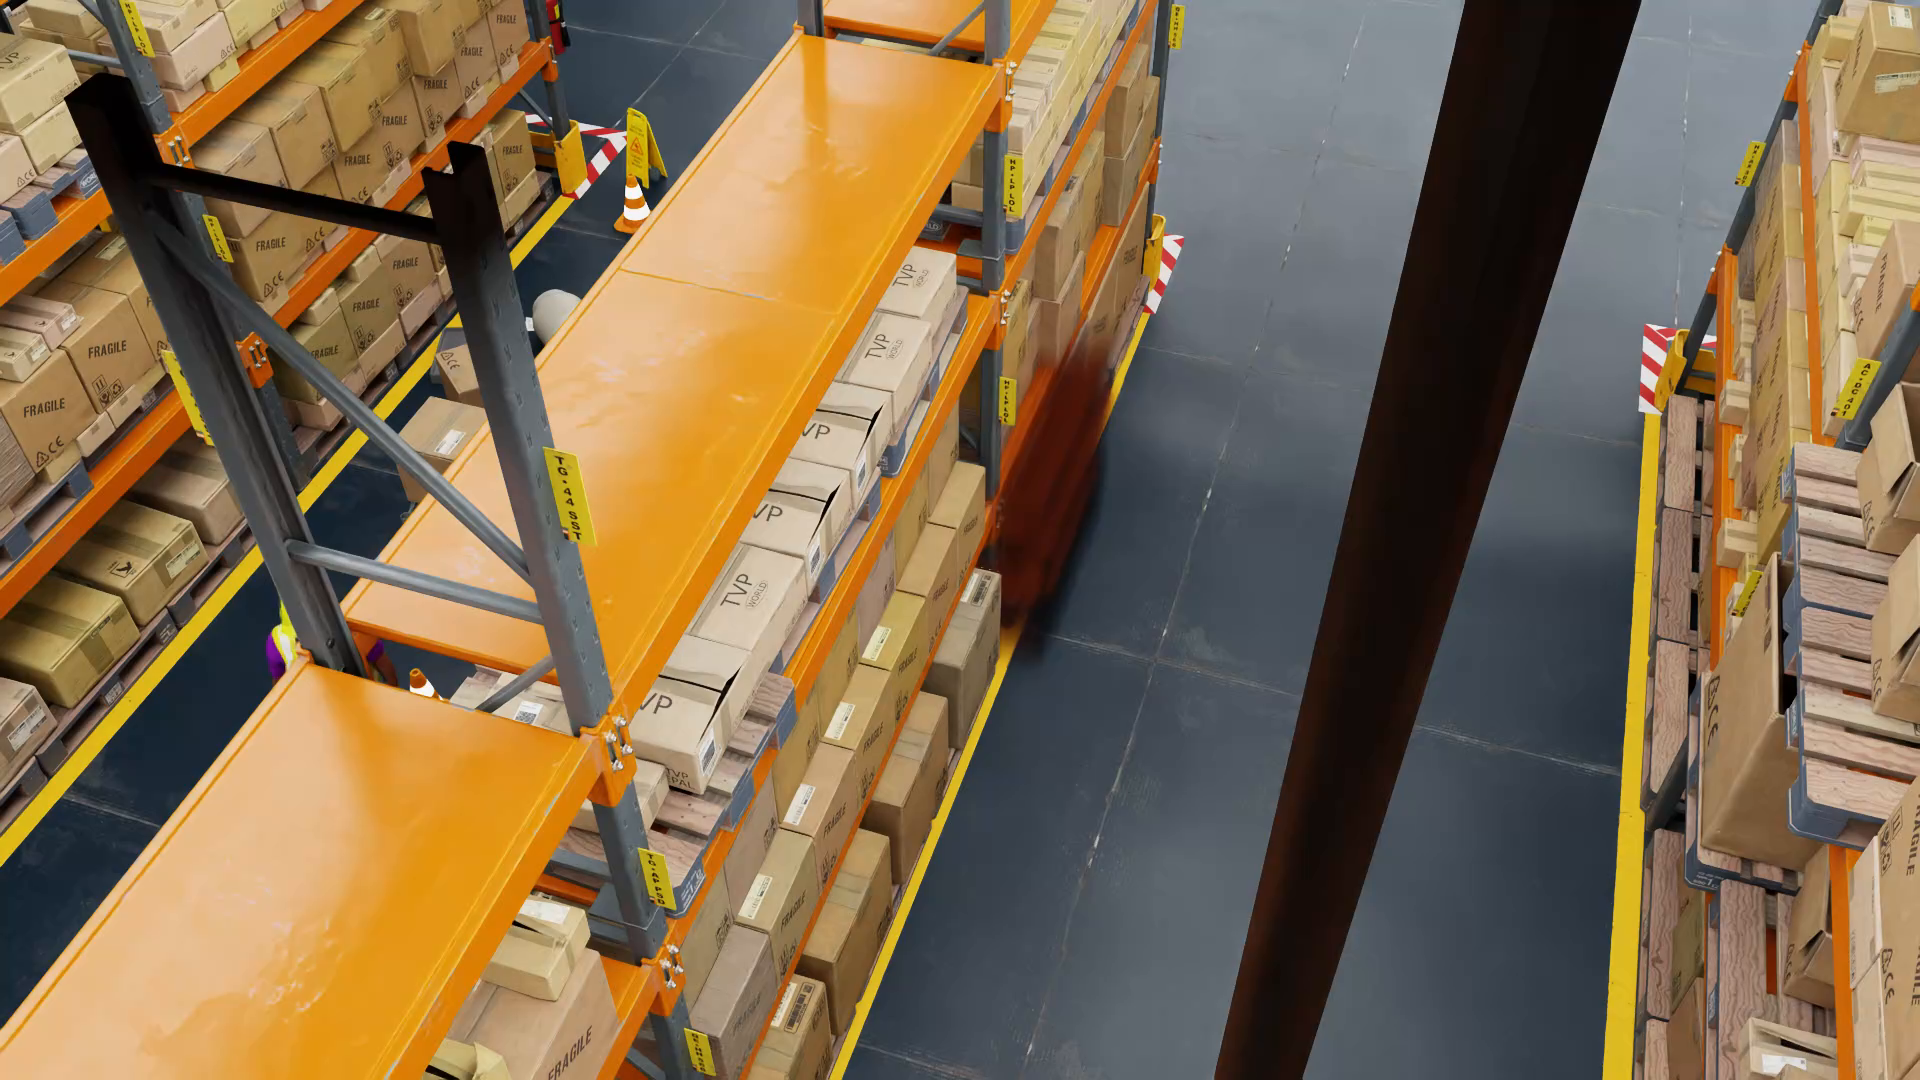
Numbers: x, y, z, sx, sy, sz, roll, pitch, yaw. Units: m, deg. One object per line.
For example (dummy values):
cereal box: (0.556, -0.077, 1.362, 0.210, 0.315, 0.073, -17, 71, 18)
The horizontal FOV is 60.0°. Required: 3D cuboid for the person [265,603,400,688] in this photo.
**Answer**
person: (-3.319, 0.881, 8.962, 0.627, 1.803, 0.407, -7, 46, -7)
